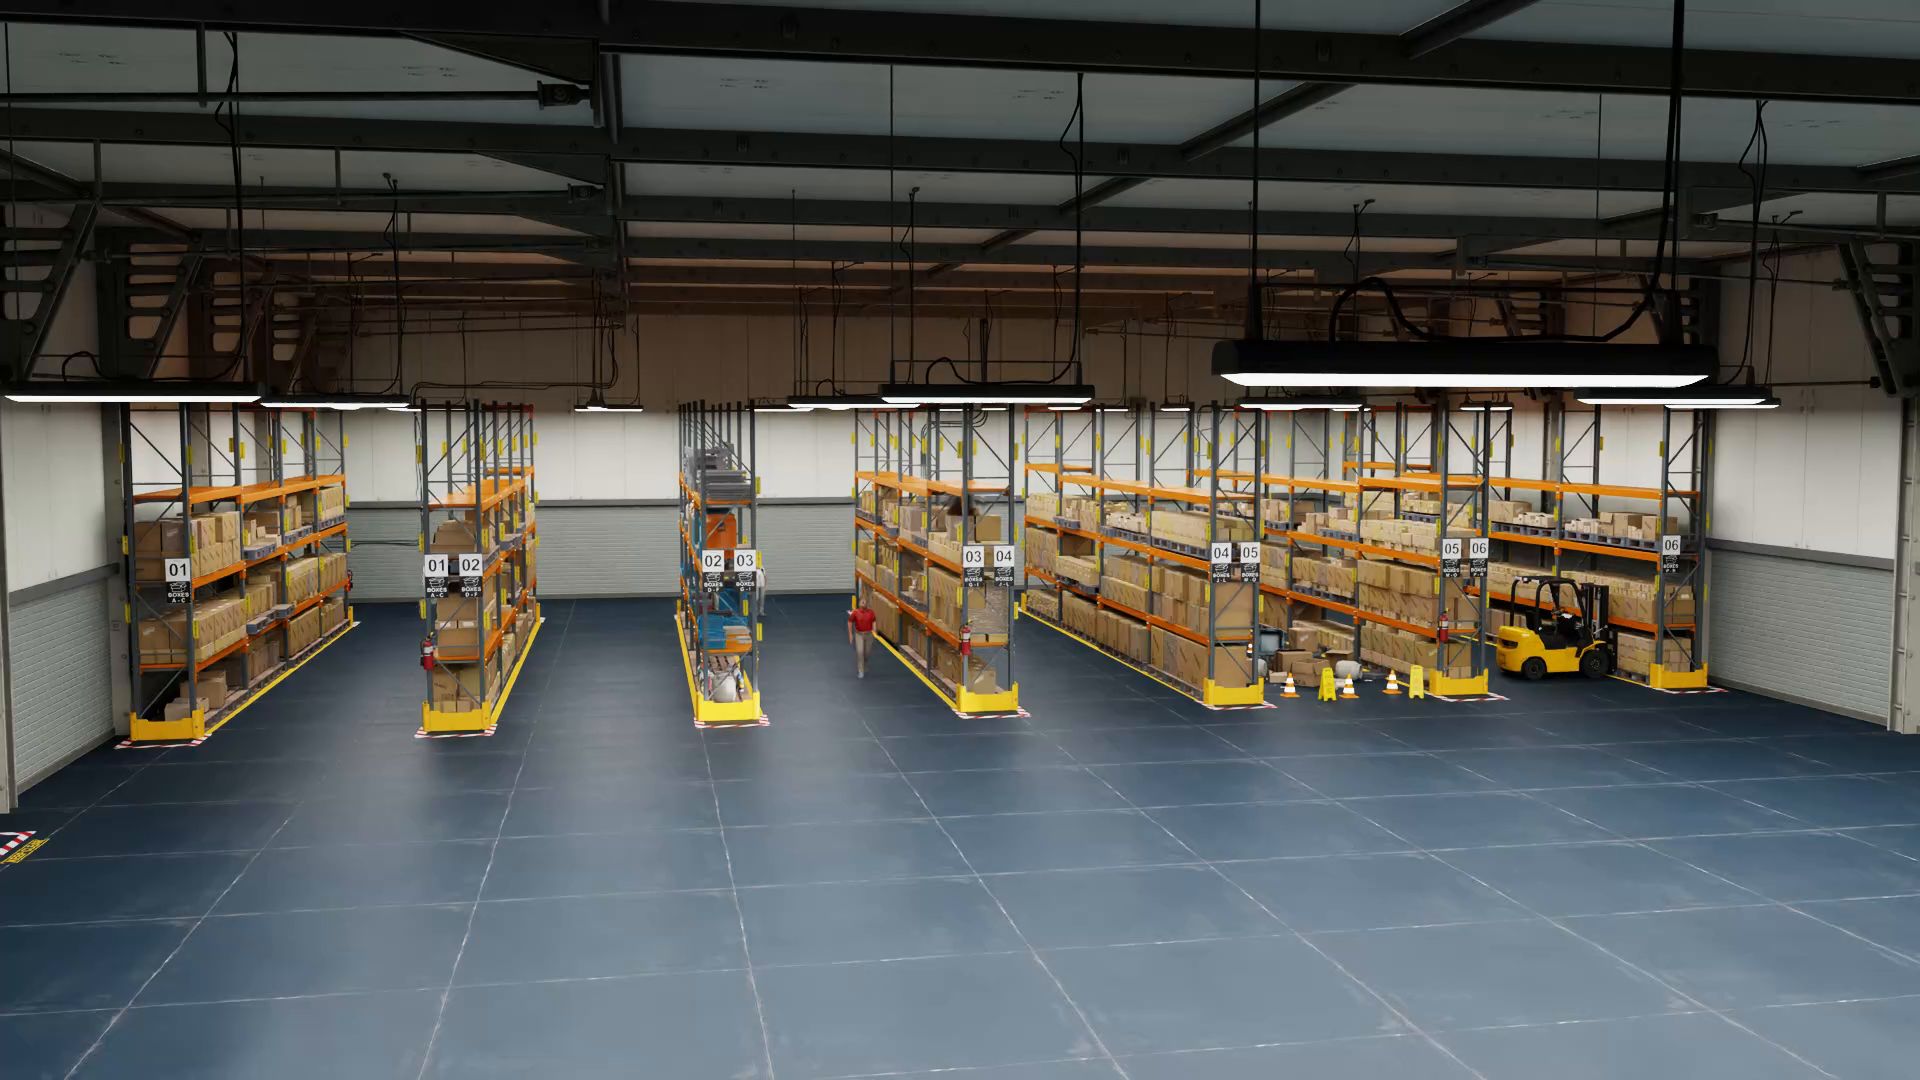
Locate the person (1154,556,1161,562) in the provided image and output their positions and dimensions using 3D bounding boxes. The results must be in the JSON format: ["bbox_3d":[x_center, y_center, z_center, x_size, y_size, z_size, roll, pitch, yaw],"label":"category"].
[{"bbox_3d":[5.785,1.234,48.603,0.355,1.661,0.524,-1,4,-11],"label":"person"}]

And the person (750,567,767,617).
[{"bbox_3d":[-5.701,1.341,47.073,0.512,1.667,0.481,-3,5,-31],"label":"person"}]

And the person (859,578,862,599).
[{"bbox_3d":[-2.832,1.115,49.423,0.636,1.761,0.750,1,4,14],"label":"person"}]

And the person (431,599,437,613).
[{"bbox_3d":[-14.891,1.277,47.610,0.530,1.674,0.487,-1,4,-7],"label":"person"}]

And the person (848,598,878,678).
[{"bbox_3d":[-2.134,2.180,36.537,0.631,1.676,0.936,-1,4,-11],"label":"person"}]
